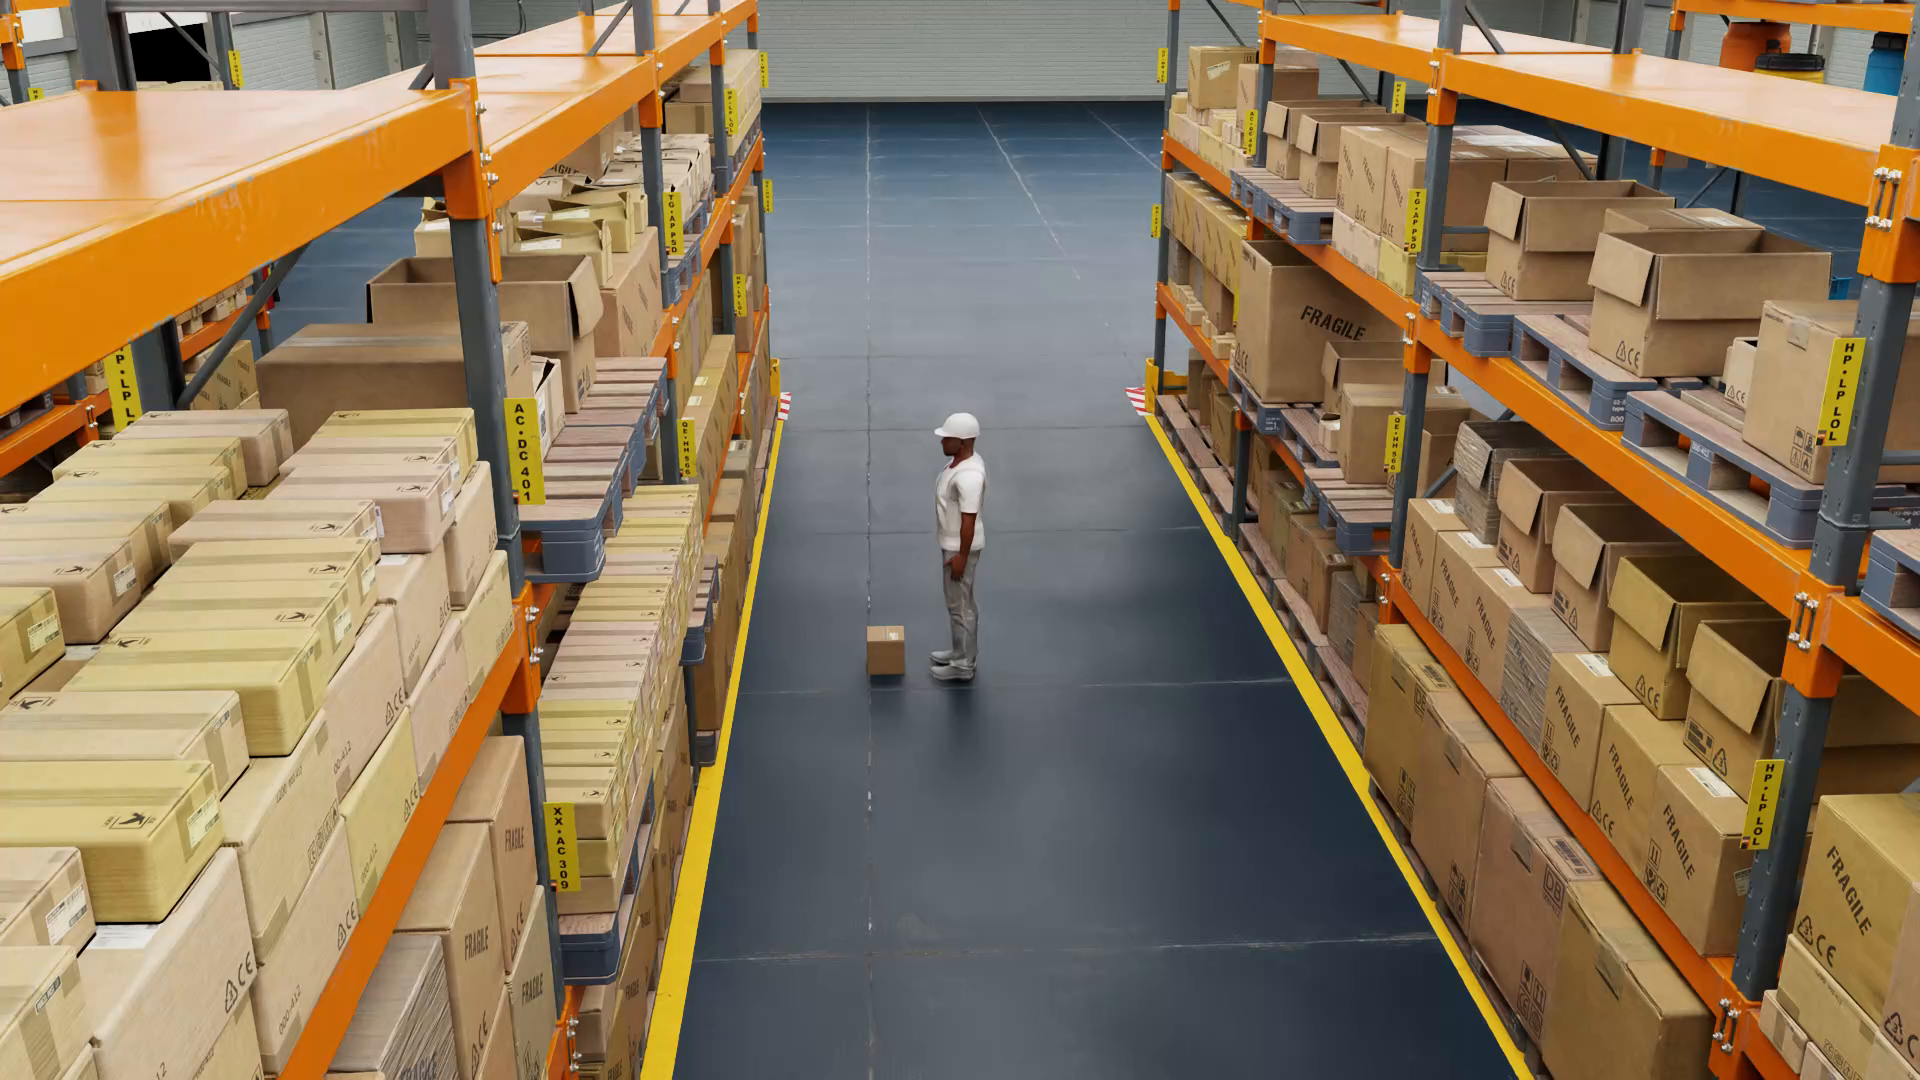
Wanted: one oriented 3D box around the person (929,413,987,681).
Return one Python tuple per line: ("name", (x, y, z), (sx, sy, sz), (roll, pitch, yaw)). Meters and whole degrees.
("person", (-0.023, 0.024, 10.976), (0.384, 1.775, 0.583), (-1, 20, -3))
